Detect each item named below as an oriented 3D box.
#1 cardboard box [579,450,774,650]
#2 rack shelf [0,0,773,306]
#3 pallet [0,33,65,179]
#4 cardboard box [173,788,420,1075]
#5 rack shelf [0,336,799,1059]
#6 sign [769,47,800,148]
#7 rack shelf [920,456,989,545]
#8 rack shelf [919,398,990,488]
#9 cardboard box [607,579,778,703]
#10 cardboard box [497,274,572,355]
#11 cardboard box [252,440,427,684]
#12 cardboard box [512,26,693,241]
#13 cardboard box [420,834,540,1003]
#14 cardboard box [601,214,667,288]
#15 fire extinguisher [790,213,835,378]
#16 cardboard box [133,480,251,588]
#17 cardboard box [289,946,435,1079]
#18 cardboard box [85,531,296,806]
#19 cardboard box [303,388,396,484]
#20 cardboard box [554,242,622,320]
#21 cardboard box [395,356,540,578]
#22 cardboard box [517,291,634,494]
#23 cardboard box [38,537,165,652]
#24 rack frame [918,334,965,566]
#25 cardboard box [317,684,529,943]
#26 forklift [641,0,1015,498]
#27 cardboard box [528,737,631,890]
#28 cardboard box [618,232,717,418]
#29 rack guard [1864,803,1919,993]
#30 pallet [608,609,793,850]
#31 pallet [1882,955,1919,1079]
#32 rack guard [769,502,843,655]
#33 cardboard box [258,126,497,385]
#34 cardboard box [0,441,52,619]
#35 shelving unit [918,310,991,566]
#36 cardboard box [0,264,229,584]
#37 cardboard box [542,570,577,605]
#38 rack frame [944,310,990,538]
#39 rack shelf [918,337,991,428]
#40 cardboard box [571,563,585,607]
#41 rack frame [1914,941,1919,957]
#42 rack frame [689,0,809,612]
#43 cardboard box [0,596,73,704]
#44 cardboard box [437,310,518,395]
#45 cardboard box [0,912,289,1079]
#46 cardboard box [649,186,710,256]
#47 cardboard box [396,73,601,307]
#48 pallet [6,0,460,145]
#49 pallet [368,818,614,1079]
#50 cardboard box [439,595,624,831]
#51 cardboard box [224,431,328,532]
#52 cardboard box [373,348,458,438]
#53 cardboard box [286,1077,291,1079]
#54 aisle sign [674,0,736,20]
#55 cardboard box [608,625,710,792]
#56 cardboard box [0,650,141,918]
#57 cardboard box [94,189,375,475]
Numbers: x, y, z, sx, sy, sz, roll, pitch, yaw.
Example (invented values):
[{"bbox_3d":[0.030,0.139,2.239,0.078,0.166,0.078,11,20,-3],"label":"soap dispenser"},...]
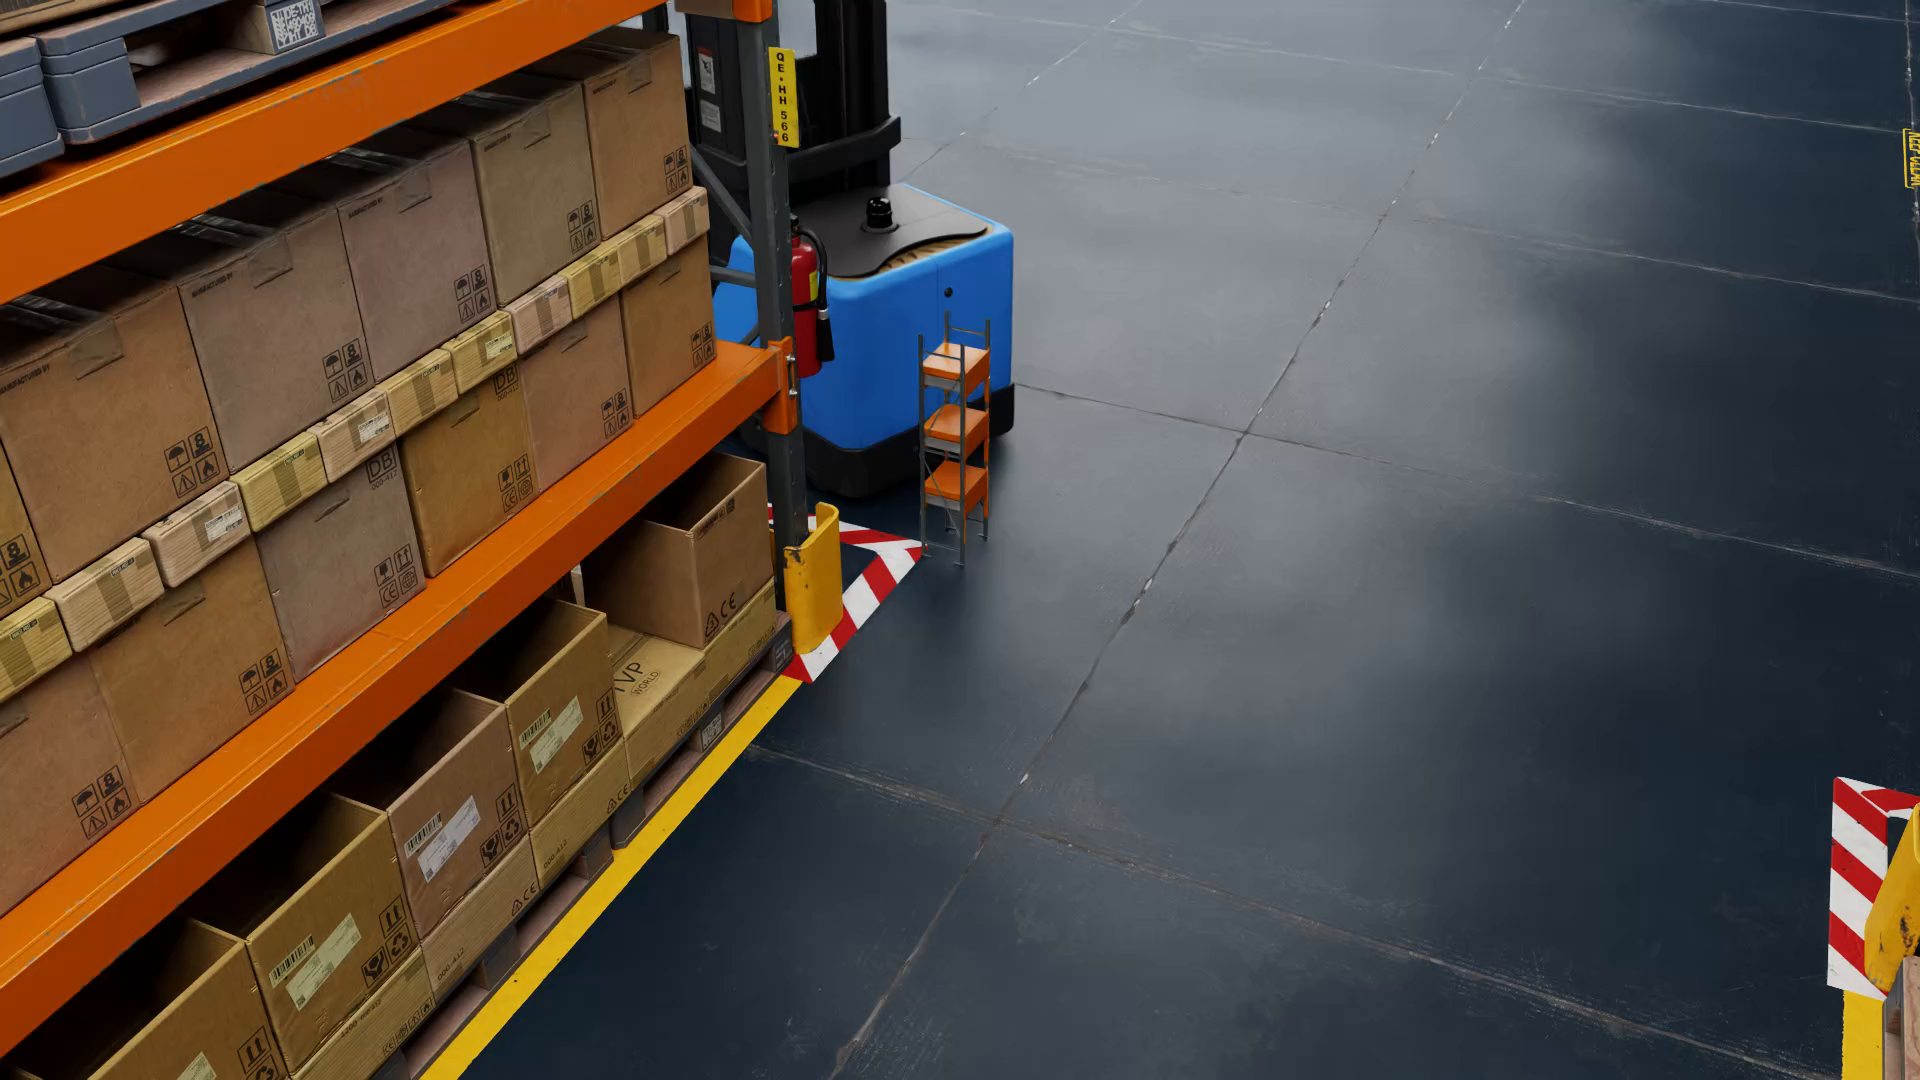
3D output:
[{"bbox_3d":[-1.021,-0.002,5.958,0.500,0.500,0.500,14,36,20],"label":"cardboard box"},{"bbox_3d":[-1.903,-0.955,3.892,1.077,0.370,4.000,14,36,20],"label":"rack shelf"},{"bbox_3d":[-2.407,-0.654,2.857,1.003,0.211,1.213,14,36,20],"label":"pallet"},{"bbox_3d":[-1.843,0.998,4.434,0.500,0.500,0.500,14,36,20],"label":"cardboard box"},{"bbox_3d":[-1.903,0.299,4.715,1.077,0.370,4.000,14,36,20],"label":"rack shelf"},{"bbox_3d":[-0.579,-1.450,5.454,0.100,0.325,0.005,14,36,20],"label":"sign"},{"bbox_3d":[-0.022,-0.171,7.080,0.215,0.259,0.240,14,36,20],"label":"rack shelf"},{"bbox_3d":[-0.022,-0.404,6.927,0.215,0.259,0.240,14,36,20],"label":"rack shelf"},{"bbox_3d":[-1.022,0.311,6.164,0.500,0.250,0.500,14,36,20],"label":"cardboard box"},{"bbox_3d":[-1.376,-0.694,4.890,0.380,0.149,0.250,15,36,21],"label":"cardboard box"},{"bbox_3d":[-1.919,-0.039,4.482,0.700,0.500,0.500,15,36,22],"label":"cardboard box"},{"bbox_3d":[-1.296,-1.326,5.263,0.700,0.500,0.500,14,36,21],"label":"cardboard box"},{"bbox_3d":[-1.639,1.061,5.021,0.500,0.250,0.500,14,36,20],"label":"cardboard box"},{"bbox_3d":[-1.162,-0.946,5.275,0.380,0.149,0.250,15,36,22],"label":"cardboard box"},{"bbox_3d":[-0.595,-0.918,5.985,0.296,0.674,0.183,14,36,20],"label":"fire extinguisher"},{"bbox_3d":[-1.916,-0.051,3.909,0.380,0.149,0.250,13,35,19],"label":"cardboard box"},{"bbox_3d":[-1.843,1.311,4.639,0.500,0.250,0.500,14,36,20],"label":"cardboard box"},{"bbox_3d":[-2.132,0.217,4.093,0.700,0.500,0.500,15,36,21],"label":"cardboard box"},{"bbox_3d":[-1.700,-0.304,4.295,0.380,0.149,0.250,14,36,20],"label":"cardboard box"},{"bbox_3d":[-1.268,-0.819,5.081,0.380,0.149,0.250,14,36,20],"label":"cardboard box"},{"bbox_3d":[-1.702,-0.302,4.883,0.700,0.500,0.500,14,36,21],"label":"cardboard box"},{"bbox_3d":[-1.489,-0.548,5.258,0.700,0.500,0.500,15,36,22],"label":"cardboard box"},{"bbox_3d":[-2.025,0.083,3.706,0.380,0.149,0.250,13,35,19],"label":"cardboard box"},{"bbox_3d":[-0.073,-0.352,6.829,0.200,1.050,0.008,14,36,20],"label":"rack frame"},{"bbox_3d":[-1.636,0.748,4.814,0.500,0.500,0.500,14,36,20],"label":"cardboard box"},{"bbox_3d":[-1.105,-2.138,7.837,1.130,2.935,3.031,-26,42,-34],"label":"forklift"},{"bbox_3d":[-1.428,0.812,5.400,0.500,0.250,0.500,14,36,20],"label":"cardboard box"},{"bbox_3d":[-1.273,-0.810,5.659,0.700,0.500,0.500,14,36,20],"label":"cardboard box"},{"bbox_3d":[3.403,1.220,4.934,1.175,0.500,0.348,14,36,20],"label":"rack guard"},{"bbox_3d":[-1.348,0.559,6.205,1.003,0.211,1.213,14,36,20],"label":"pallet"},{"bbox_3d":[3.031,1.737,4.408,1.003,0.211,1.213,14,36,20],"label":"pallet"},{"bbox_3d":[-1.056,0.035,6.740,1.175,0.500,0.348,14,36,20],"label":"rack guard"},{"bbox_3d":[-1.721,-0.812,4.478,0.700,0.500,0.500,14,36,21],"label":"cardboard box"},{"bbox_3d":[-2.350,-0.064,3.339,0.700,0.500,0.500,14,36,20],"label":"cardboard box"},{"bbox_3d":[-0.022,-0.413,6.922,0.215,1.050,0.252,14,36,20],"label":"shelving unit"},{"bbox_3d":[-2.140,-0.314,3.719,0.700,0.500,0.500,14,36,20],"label":"cardboard box"},{"bbox_3d":[-1.700,0.128,5.760,0.500,0.500,0.500,14,36,20],"label":"cardboard box"},{"bbox_3d":[0.029,-0.473,7.014,0.200,1.050,0.008,14,36,20],"label":"rack frame"},{"bbox_3d":[-0.022,-0.641,6.772,0.215,0.259,0.240,14,36,20],"label":"rack shelf"},{"bbox_3d":[-1.493,0.192,6.346,0.500,0.250,0.500,14,36,20],"label":"cardboard box"},{"bbox_3d":[3.434,0.137,4.306,1.000,3.000,0.127,14,36,20],"label":"rack frame"},{"bbox_3d":[-1.066,-0.998,6.036,1.000,3.000,0.127,14,36,20],"label":"rack frame"},{"bbox_3d":[-2.132,0.207,3.516,0.380,0.149,0.250,14,36,20],"label":"cardboard box"},{"bbox_3d":[-1.485,-0.563,4.691,0.380,0.149,0.250,15,36,22],"label":"cardboard box"},{"bbox_3d":[-2.060,1.245,4.057,0.500,0.500,0.500,14,36,20],"label":"cardboard box"},{"bbox_3d":[-1.053,-1.077,5.474,0.380,0.149,0.250,14,36,20],"label":"cardboard box"},{"bbox_3d":[-1.511,-1.063,4.862,0.700,0.500,0.500,13,36,19],"label":"cardboard box"},{"bbox_3d":[-1.895,-1.259,3.780,1.003,0.211,1.213,14,36,20],"label":"pallet"},{"bbox_3d":[-1.860,1.164,5.282,1.003,0.211,1.213,14,36,20],"label":"pallet"},{"bbox_3d":[-1.426,0.499,5.193,0.500,0.500,0.500,14,36,20],"label":"cardboard box"},{"bbox_3d":[-1.807,-0.181,4.107,0.380,0.149,0.250,14,36,20],"label":"cardboard box"},{"bbox_3d":[-1.594,-0.432,4.490,0.380,0.149,0.250,15,36,22],"label":"cardboard box"},{"bbox_3d":[-2.057,1.559,4.261,0.500,0.250,0.500,14,36,20],"label":"cardboard box"},{"bbox_3d":[-0.772,-2.050,5.271,0.394,0.787,0.004,14,36,20],"label":"aisle sign"},{"bbox_3d":[-1.221,0.563,5.781,0.500,0.250,0.500,14,36,20],"label":"cardboard box"},{"bbox_3d":[-2.345,0.466,3.713,0.700,0.500,0.500,14,36,20],"label":"cardboard box"},{"bbox_3d":[-1.930,-0.562,4.098,0.700,0.500,0.500,14,36,21],"label":"cardboard box"}]
